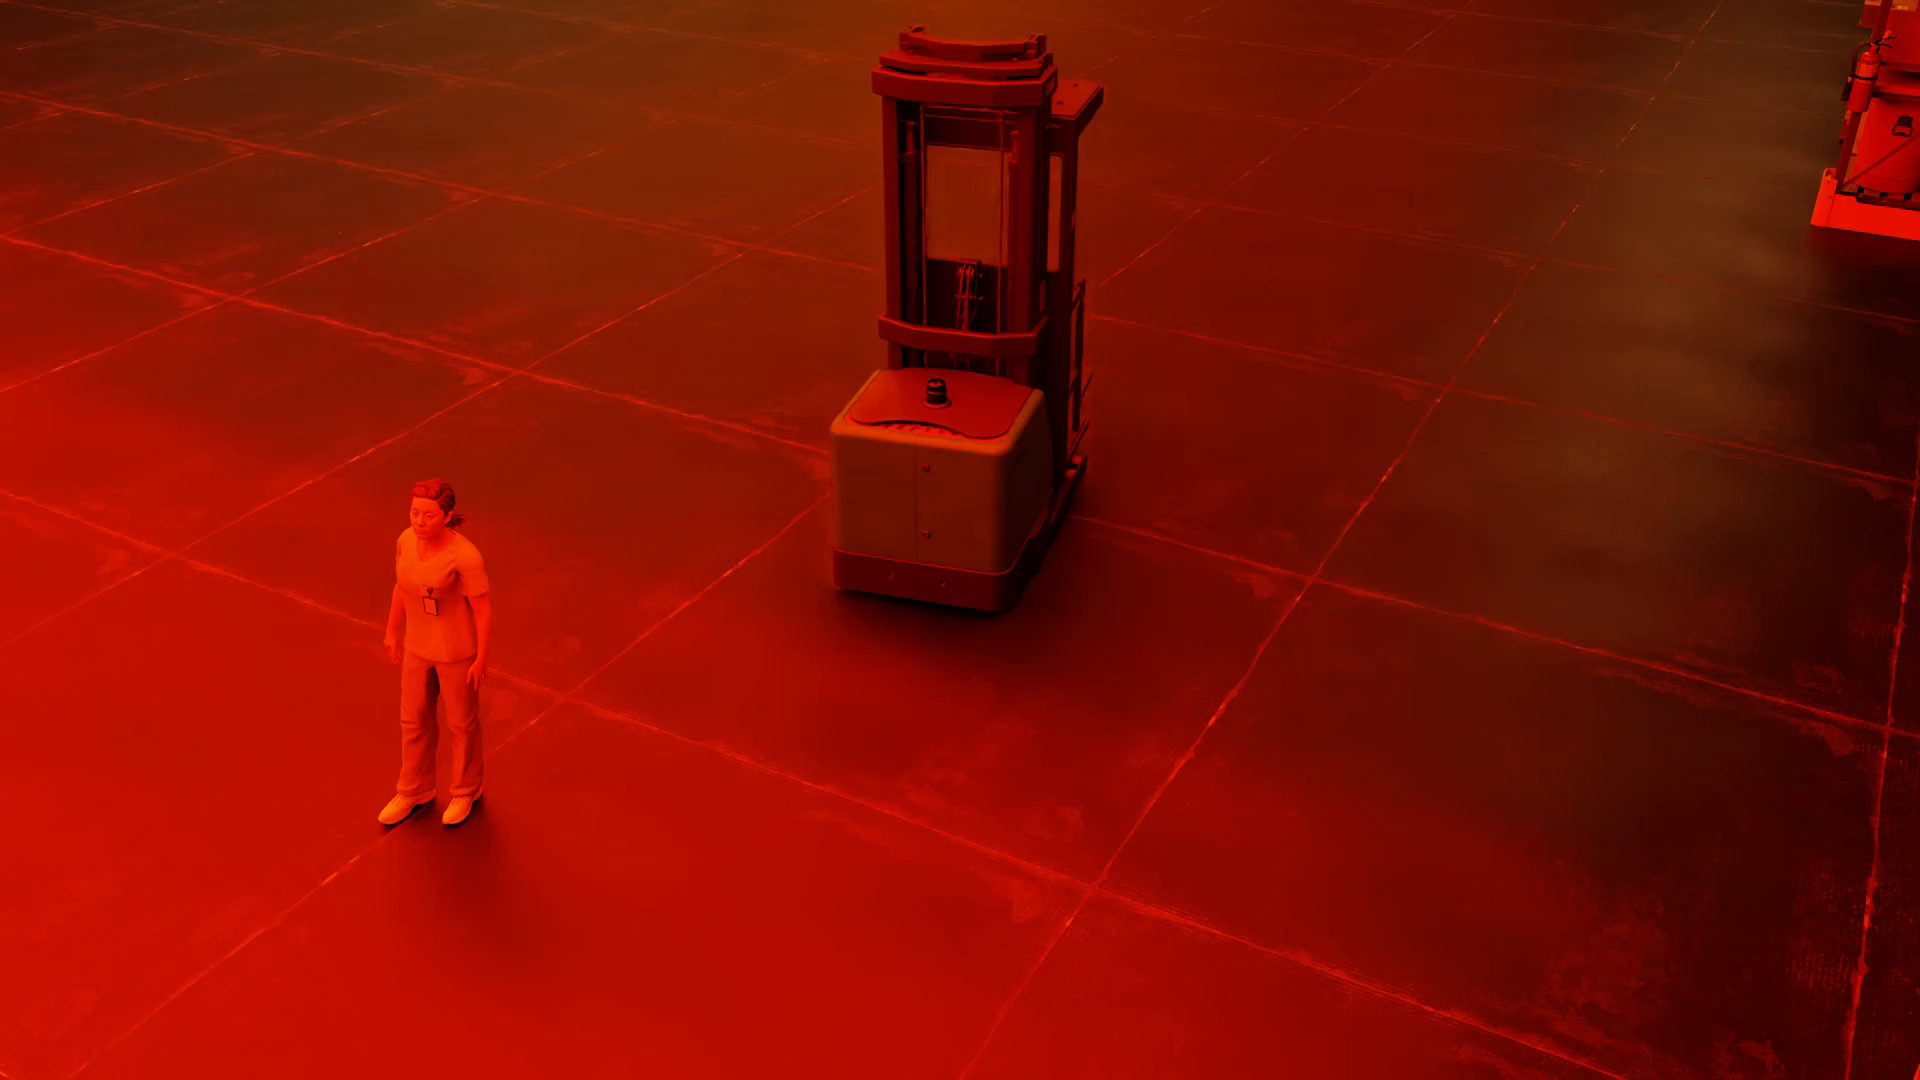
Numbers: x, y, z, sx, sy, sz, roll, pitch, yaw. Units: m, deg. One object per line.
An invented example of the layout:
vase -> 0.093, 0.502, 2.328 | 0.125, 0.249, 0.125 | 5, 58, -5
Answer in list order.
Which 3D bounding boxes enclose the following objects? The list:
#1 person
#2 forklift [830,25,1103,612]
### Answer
person -> -2.352, 0.535, 7.416 | 0.549, 1.646, 0.550 | 12, 32, 19
forklift -> 0.183, -1.598, 9.840 | 1.130, 2.935, 3.031 | 8, 31, 14
